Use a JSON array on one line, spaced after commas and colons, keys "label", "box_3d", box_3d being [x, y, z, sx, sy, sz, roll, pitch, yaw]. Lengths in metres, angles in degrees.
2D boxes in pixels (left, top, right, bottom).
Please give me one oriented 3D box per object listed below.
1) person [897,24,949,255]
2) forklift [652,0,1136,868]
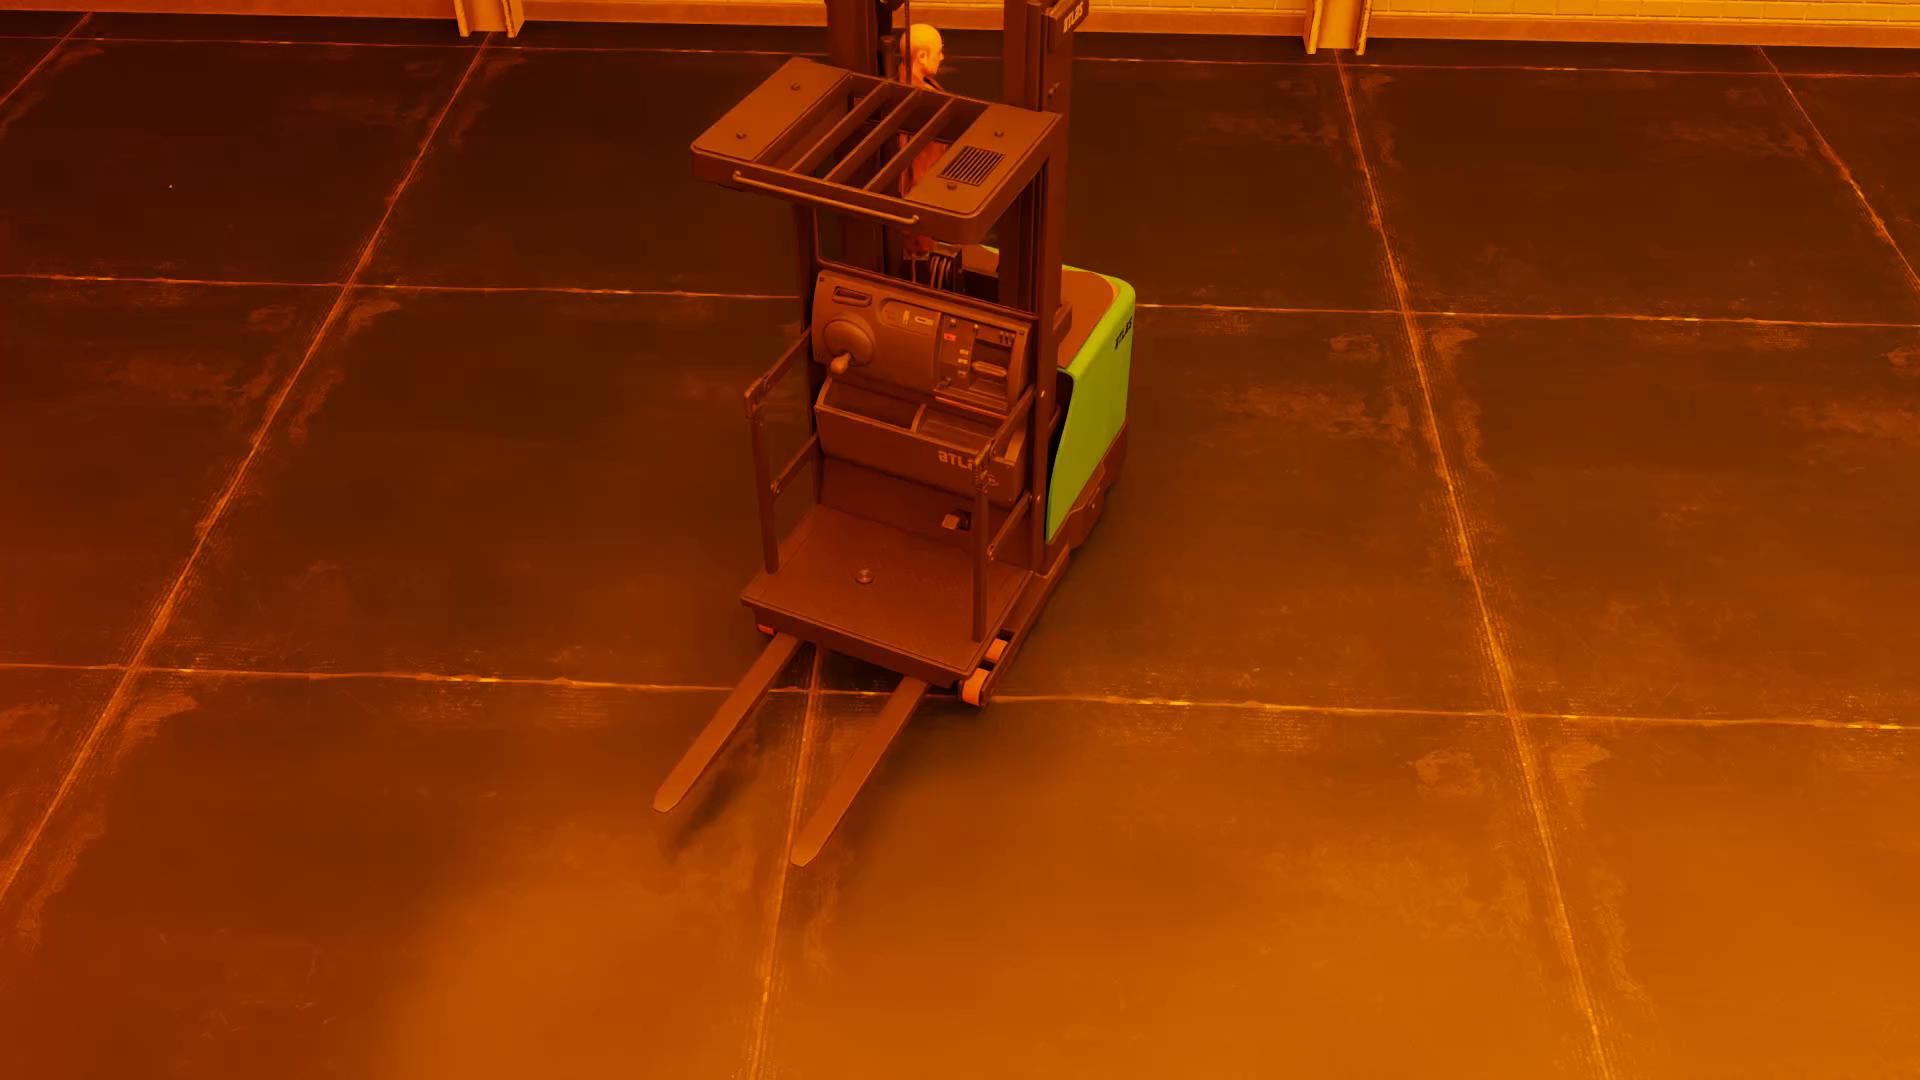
[{"label": "person", "box_3d": [-0.240, -1.825, 8.617, 0.585, 1.670, 0.928, 7, 43, 8]}, {"label": "forklift", "box_3d": [-0.257, -0.709, 6.519, 1.130, 2.935, 3.031, 17, 45, 18]}]
